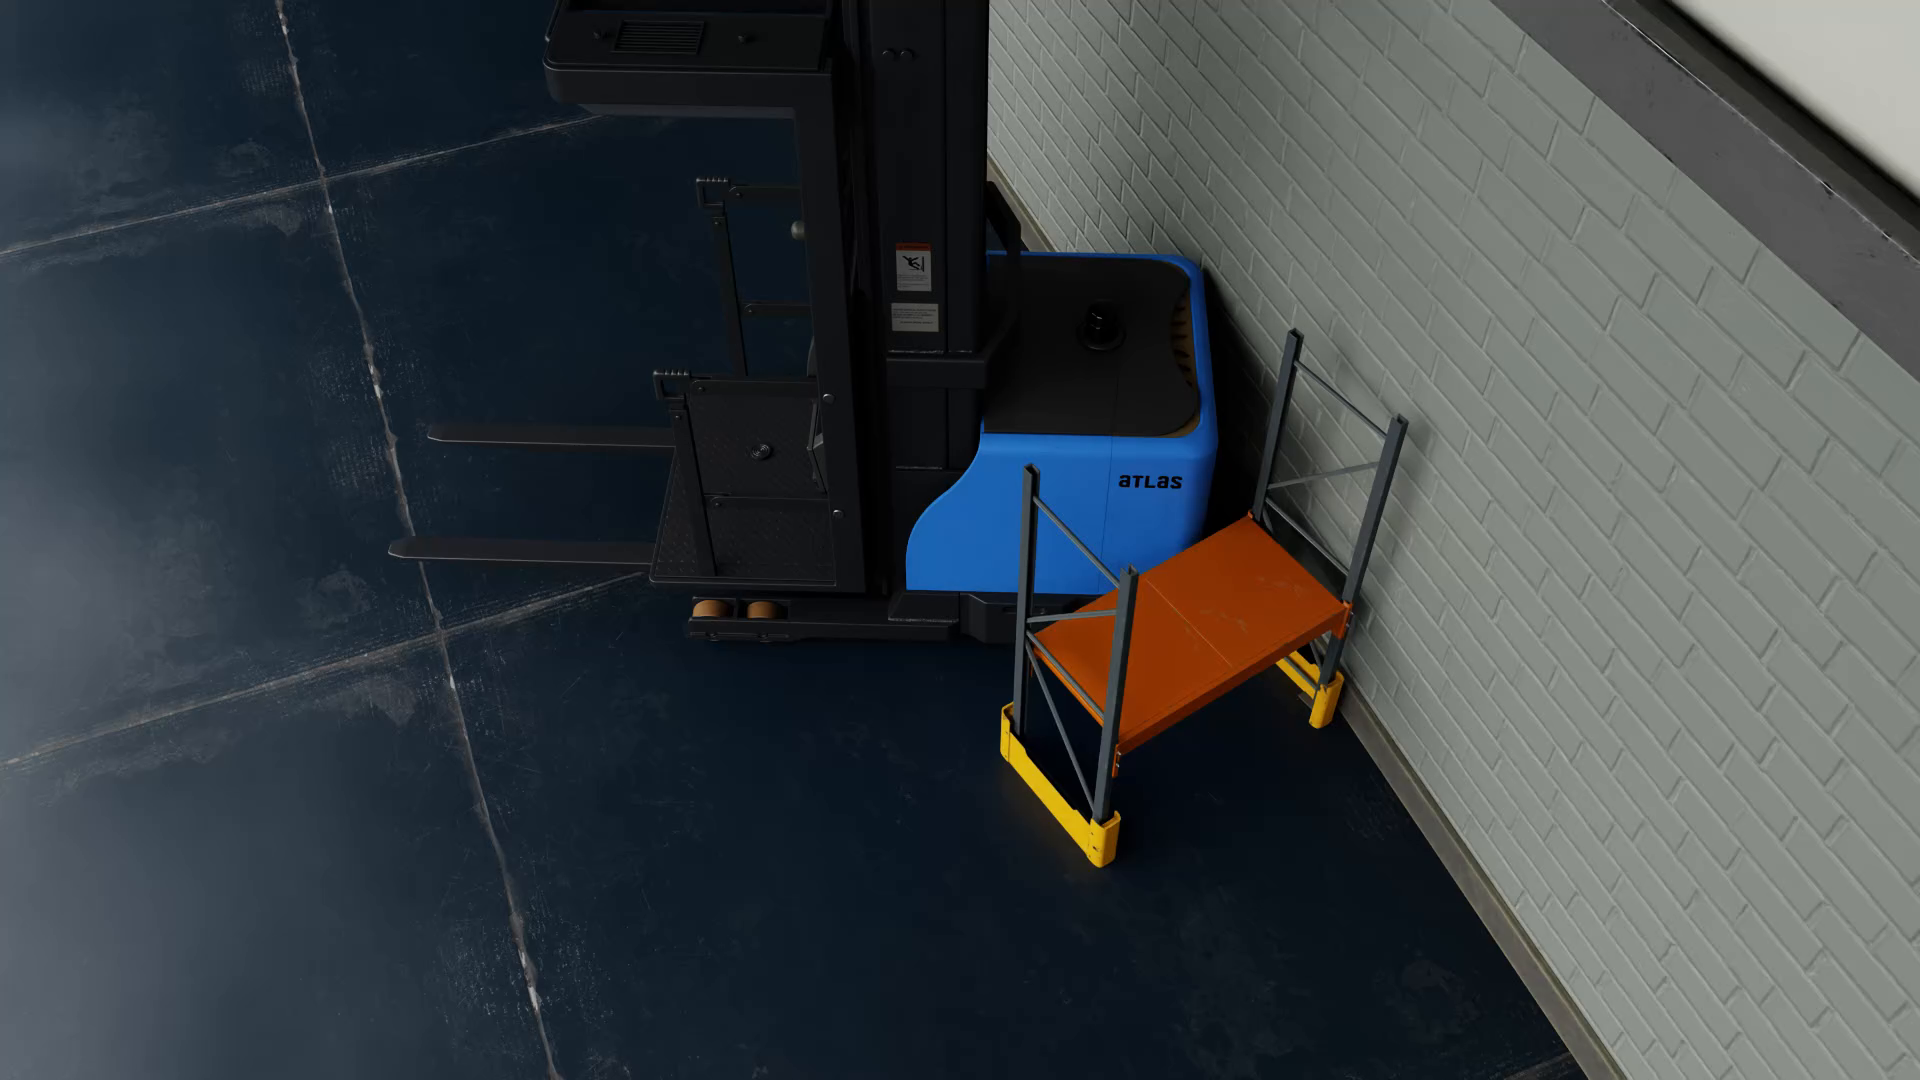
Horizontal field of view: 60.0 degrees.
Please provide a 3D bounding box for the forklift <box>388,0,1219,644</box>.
[{"bbox_3d":[-0.629,-0.971,5.493,3.031,2.935,1.130,1,49,1],"label":"forklift"}]

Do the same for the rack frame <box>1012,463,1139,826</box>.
[{"bbox_3d":[0.336,0.427,5.235,0.032,1.500,0.500,-28,55,-22],"label":"rack frame"}]

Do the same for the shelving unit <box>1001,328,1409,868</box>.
[{"bbox_3d":[0.747,0.212,5.420,1.083,1.500,0.587,-28,55,-22],"label":"shelving unit"}]

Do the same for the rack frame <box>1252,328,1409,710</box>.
[{"bbox_3d":[1.173,-0.010,5.611,0.032,1.500,0.500,-28,55,-22],"label":"rack frame"}]

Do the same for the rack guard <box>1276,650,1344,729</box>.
[{"bbox_3d":[1.157,0.405,6.078,0.087,0.250,0.587,-28,55,-22],"label":"rack guard"}]

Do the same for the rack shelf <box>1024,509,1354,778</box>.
[{"bbox_3d":[0.755,0.326,5.560,1.000,0.185,0.538,-28,55,-22],"label":"rack shelf"}]

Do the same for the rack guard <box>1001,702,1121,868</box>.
[{"bbox_3d":[0.337,0.834,5.710,0.087,0.250,0.587,-28,55,-22],"label":"rack guard"}]
